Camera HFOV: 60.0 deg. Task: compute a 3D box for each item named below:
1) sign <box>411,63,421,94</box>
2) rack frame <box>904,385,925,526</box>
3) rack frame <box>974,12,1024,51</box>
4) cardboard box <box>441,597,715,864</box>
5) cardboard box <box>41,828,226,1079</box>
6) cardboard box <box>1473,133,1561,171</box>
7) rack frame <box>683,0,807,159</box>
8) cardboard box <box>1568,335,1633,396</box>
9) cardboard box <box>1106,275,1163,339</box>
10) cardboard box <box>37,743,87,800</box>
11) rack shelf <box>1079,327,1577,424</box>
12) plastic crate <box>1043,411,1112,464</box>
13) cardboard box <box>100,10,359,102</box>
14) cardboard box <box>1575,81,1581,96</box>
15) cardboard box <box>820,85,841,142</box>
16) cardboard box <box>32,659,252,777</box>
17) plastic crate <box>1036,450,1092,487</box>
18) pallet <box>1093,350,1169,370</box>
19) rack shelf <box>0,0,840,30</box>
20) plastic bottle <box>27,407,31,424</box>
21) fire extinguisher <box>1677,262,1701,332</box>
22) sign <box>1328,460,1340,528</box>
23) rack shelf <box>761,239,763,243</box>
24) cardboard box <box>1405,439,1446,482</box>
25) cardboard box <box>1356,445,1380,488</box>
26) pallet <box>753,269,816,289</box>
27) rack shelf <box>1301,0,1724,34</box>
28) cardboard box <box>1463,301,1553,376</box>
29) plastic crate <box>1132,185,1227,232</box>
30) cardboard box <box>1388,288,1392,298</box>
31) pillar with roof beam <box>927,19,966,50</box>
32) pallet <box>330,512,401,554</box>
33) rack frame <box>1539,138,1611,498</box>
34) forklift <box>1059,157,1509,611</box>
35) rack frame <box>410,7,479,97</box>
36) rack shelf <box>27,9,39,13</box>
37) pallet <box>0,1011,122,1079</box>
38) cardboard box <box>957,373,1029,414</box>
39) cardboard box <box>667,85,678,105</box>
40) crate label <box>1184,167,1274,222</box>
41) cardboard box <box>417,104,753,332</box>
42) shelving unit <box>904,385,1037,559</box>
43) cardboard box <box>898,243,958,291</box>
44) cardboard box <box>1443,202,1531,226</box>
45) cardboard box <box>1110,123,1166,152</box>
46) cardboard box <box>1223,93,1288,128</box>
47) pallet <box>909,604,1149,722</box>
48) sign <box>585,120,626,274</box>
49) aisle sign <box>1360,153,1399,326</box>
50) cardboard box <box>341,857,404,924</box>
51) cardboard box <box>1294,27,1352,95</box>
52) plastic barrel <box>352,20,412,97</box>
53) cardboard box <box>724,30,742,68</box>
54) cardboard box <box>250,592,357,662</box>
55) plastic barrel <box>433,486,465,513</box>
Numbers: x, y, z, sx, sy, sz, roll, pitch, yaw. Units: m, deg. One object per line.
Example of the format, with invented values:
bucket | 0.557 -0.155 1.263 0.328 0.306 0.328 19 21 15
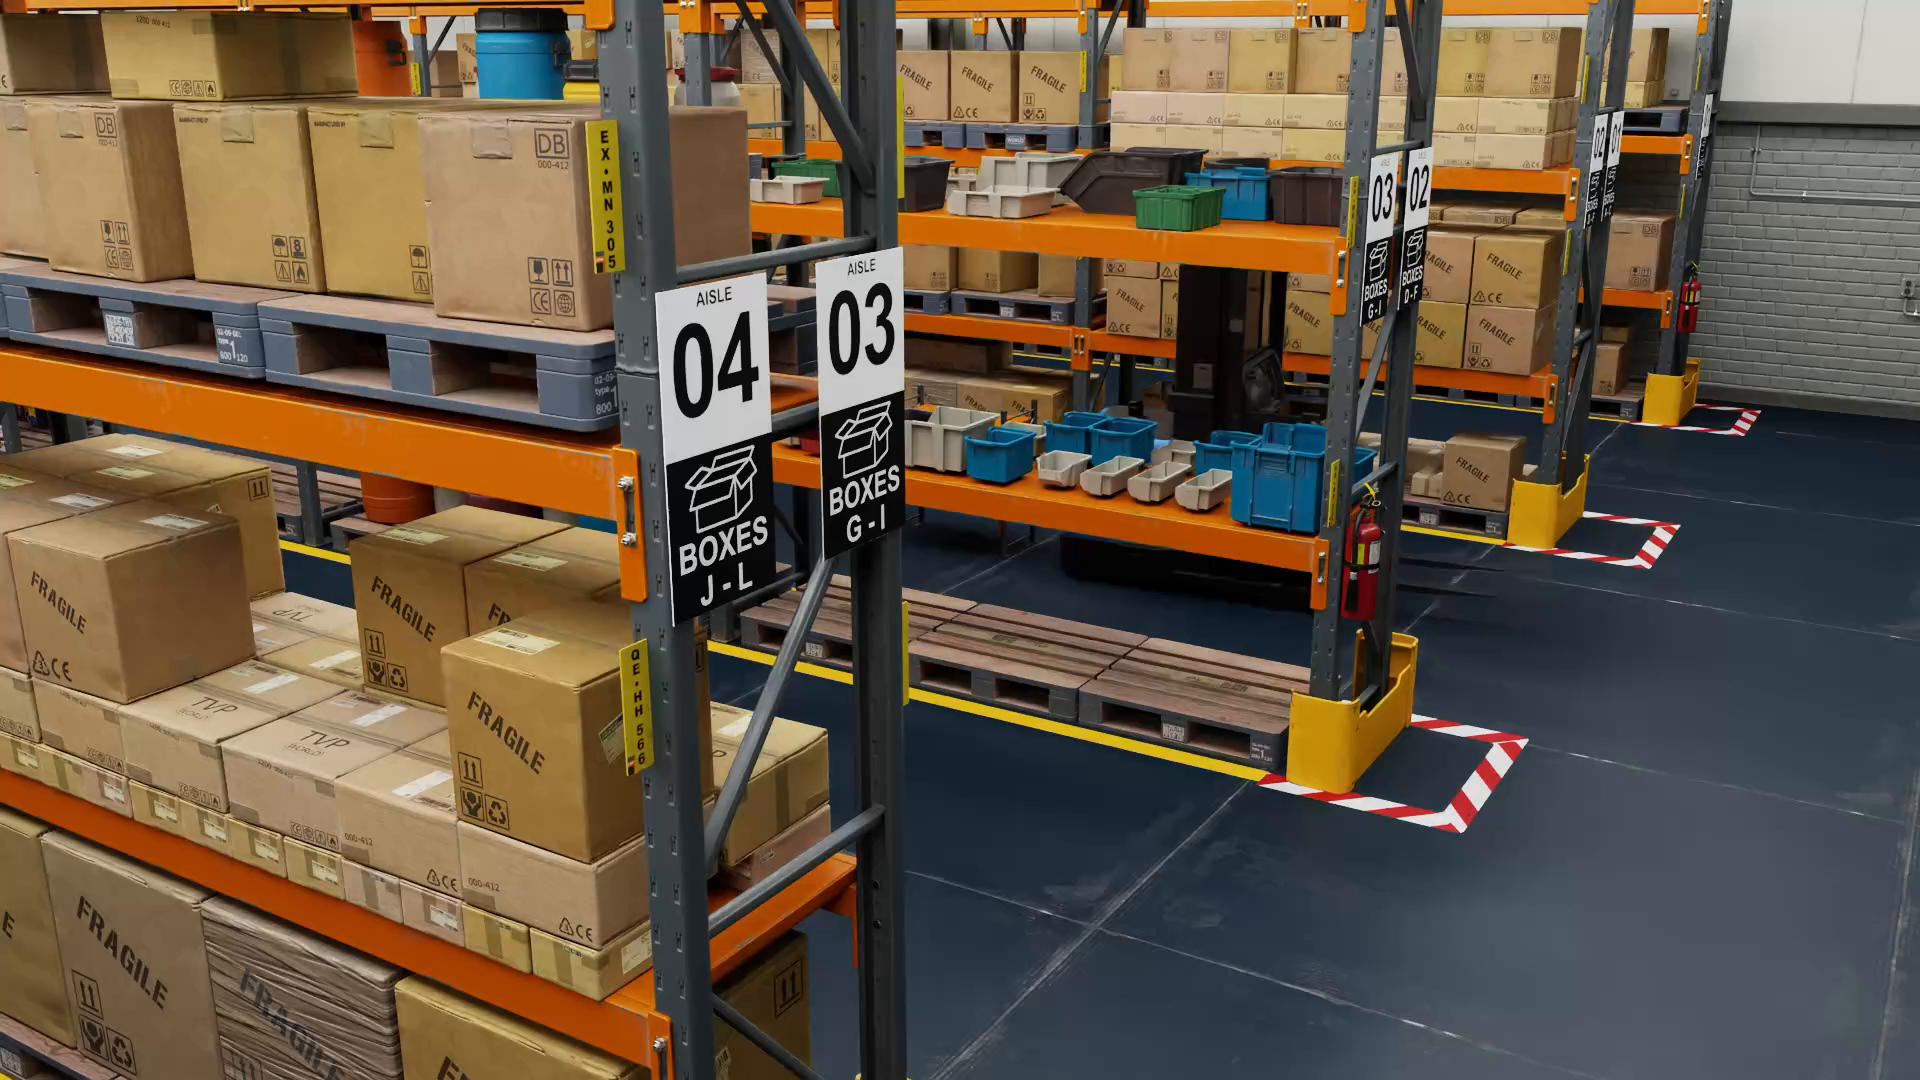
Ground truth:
sign | -5.805 -4.923 17.741 0.005 0.325 0.100 10 20 30
rack frame | -0.427 -0.615 12.969 0.032 1.125 0.500 10 20 30
rack frame | 0.482 -6.830 19.883 0.127 3.000 1.000 10 20 30
cardboard box | -1.030 0.499 4.533 0.500 0.500 0.500 10 20 31
cardboard box | -2.599 1.402 6.038 0.875 0.875 0.875 10 20 30
cardboard box | 4.134 -2.892 12.337 0.500 0.250 0.500 10 20 30
rack frame | -1.294 -3.768 9.803 0.127 3.000 1.000 10 20 30
cardboard box | 6.650 -1.829 17.320 0.500 0.500 0.700 10 20 30
cardboard box | 1.593 -2.026 14.220 0.500 0.500 0.500 11 20 31
cardboard box | -2.917 0.735 5.732 0.250 0.149 0.380 10 19 29
rack shelf | 3.006 -1.475 13.814 4.000 0.370 1.077 10 20 30
plastic crate | 0.699 -0.603 9.889 0.300 0.233 0.416 10 20 30
cardboard box | -2.194 -1.463 5.018 0.500 0.250 0.500 9 19 28
cardboard box | 6.092 -4.479 16.669 0.500 0.250 0.500 9 19 28
cardboard box | -0.840 -4.000 15.557 0.500 0.500 0.910 10 20 30
cardboard box | -2.757 0.549 5.658 0.500 0.250 0.500 11 20 31
plastic crate | 0.573 -0.395 9.372 0.250 0.136 0.298 10 20 30
pallet | 2.150 -2.301 20.093 1.213 0.211 1.003 10 20 30
rack shelf | -2.182 -1.701 4.926 4.000 0.370 1.077 10 20 30
plastic bottle | -8.769 -1.237 15.730 0.097 0.271 0.097 0 17 0
fire extinguisher | 7.186 -2.390 16.363 0.183 0.674 0.296 10 20 30
sign | 1.840 -0.228 8.191 0.005 0.325 0.100 10 20 30
rack shelf | -4.631 -4.528 23.864 4.000 0.370 1.077 10 20 30
cardboard box | 3.969 -0.639 13.798 0.500 0.250 0.500 10 20 30
cardboard box | 3.324 -0.584 13.616 0.500 0.250 0.500 10 20 30
pallet | -1.493 -2.555 16.460 1.003 0.211 1.213 10 20 30
rack shelf | 5.595 -5.382 17.041 4.000 0.370 1.077 10 20 30
cardboard box | 4.186 -1.564 12.696 0.500 0.500 0.500 11 20 32
plastic crate | 1.124 -1.702 8.528 0.336 0.188 0.450 10 20 30
cardboard box | 3.311 -2.195 13.055 0.500 0.500 0.500 11 20 32
pillar with roof beam | -2.426 -6.176 17.729 0.400 9.000 9.100 10 20 30
pallet | -4.009 -0.062 12.722 1.213 0.211 1.003 10 20 30
rack frame | 4.710 -1.515 12.708 0.127 3.000 1.000 10 20 30
forklift | 2.279 -1.095 11.442 3.031 2.935 1.130 8 19 24
rack frame | -5.516 -6.211 17.845 0.127 3.000 1.000 10 20 30
rack shelf | -9.815 -4.753 14.973 4.000 0.370 1.077 10 20 30
pallet | -3.279 1.799 6.597 1.213 0.211 1.003 10 20 30
cardboard box | 0.314 -1.219 15.279 0.500 0.500 0.500 10 20 30
cardboard box | -2.979 -4.427 16.668 0.500 0.250 0.500 11 20 32
crate label | 1.497 -1.873 8.983 0.502 0.251 0.408 10 20 30
cardboard box | -0.949 -0.860 4.324 0.500 0.500 0.700 9 19 27
shelving unit | 0.006 -0.537 12.714 1.048 1.125 0.538 10 20 30
cardboard box | -0.236 -2.626 15.470 0.500 0.500 0.700 5 18 16
cardboard box | 5.589 -3.187 17.697 0.700 0.700 0.980 9 19 27
cardboard box | 1.586 -3.352 13.852 0.500 0.250 0.500 10 20 30
cardboard box | 2.433 -3.436 13.270 0.500 0.250 0.500 10 20 30
pallet | 0.396 0.724 10.133 1.213 0.211 1.003 10 20 30
sign | -0.774 -0.751 3.645 0.005 0.325 0.100 10 20 30
aisle sign | 2.022 -1.449 8.019 0.004 0.787 0.394 10 20 30
cardboard box | -1.602 0.969 4.961 0.250 0.149 0.380 11 20 31
cardboard box | 3.022 -3.797 13.166 0.500 0.500 0.700 10 20 30
plastic barrel | -4.221 -3.260 11.832 0.708 0.830 0.600 10 20 30
cardboard box | -3.194 -6.684 22.638 0.500 0.500 0.500 11 20 31
cardboard box | -2.495 0.417 6.095 0.500 0.250 0.500 11 20 31
plastic barrel | -3.749 -0.382 12.537 0.421 0.512 0.421 0 17 0
